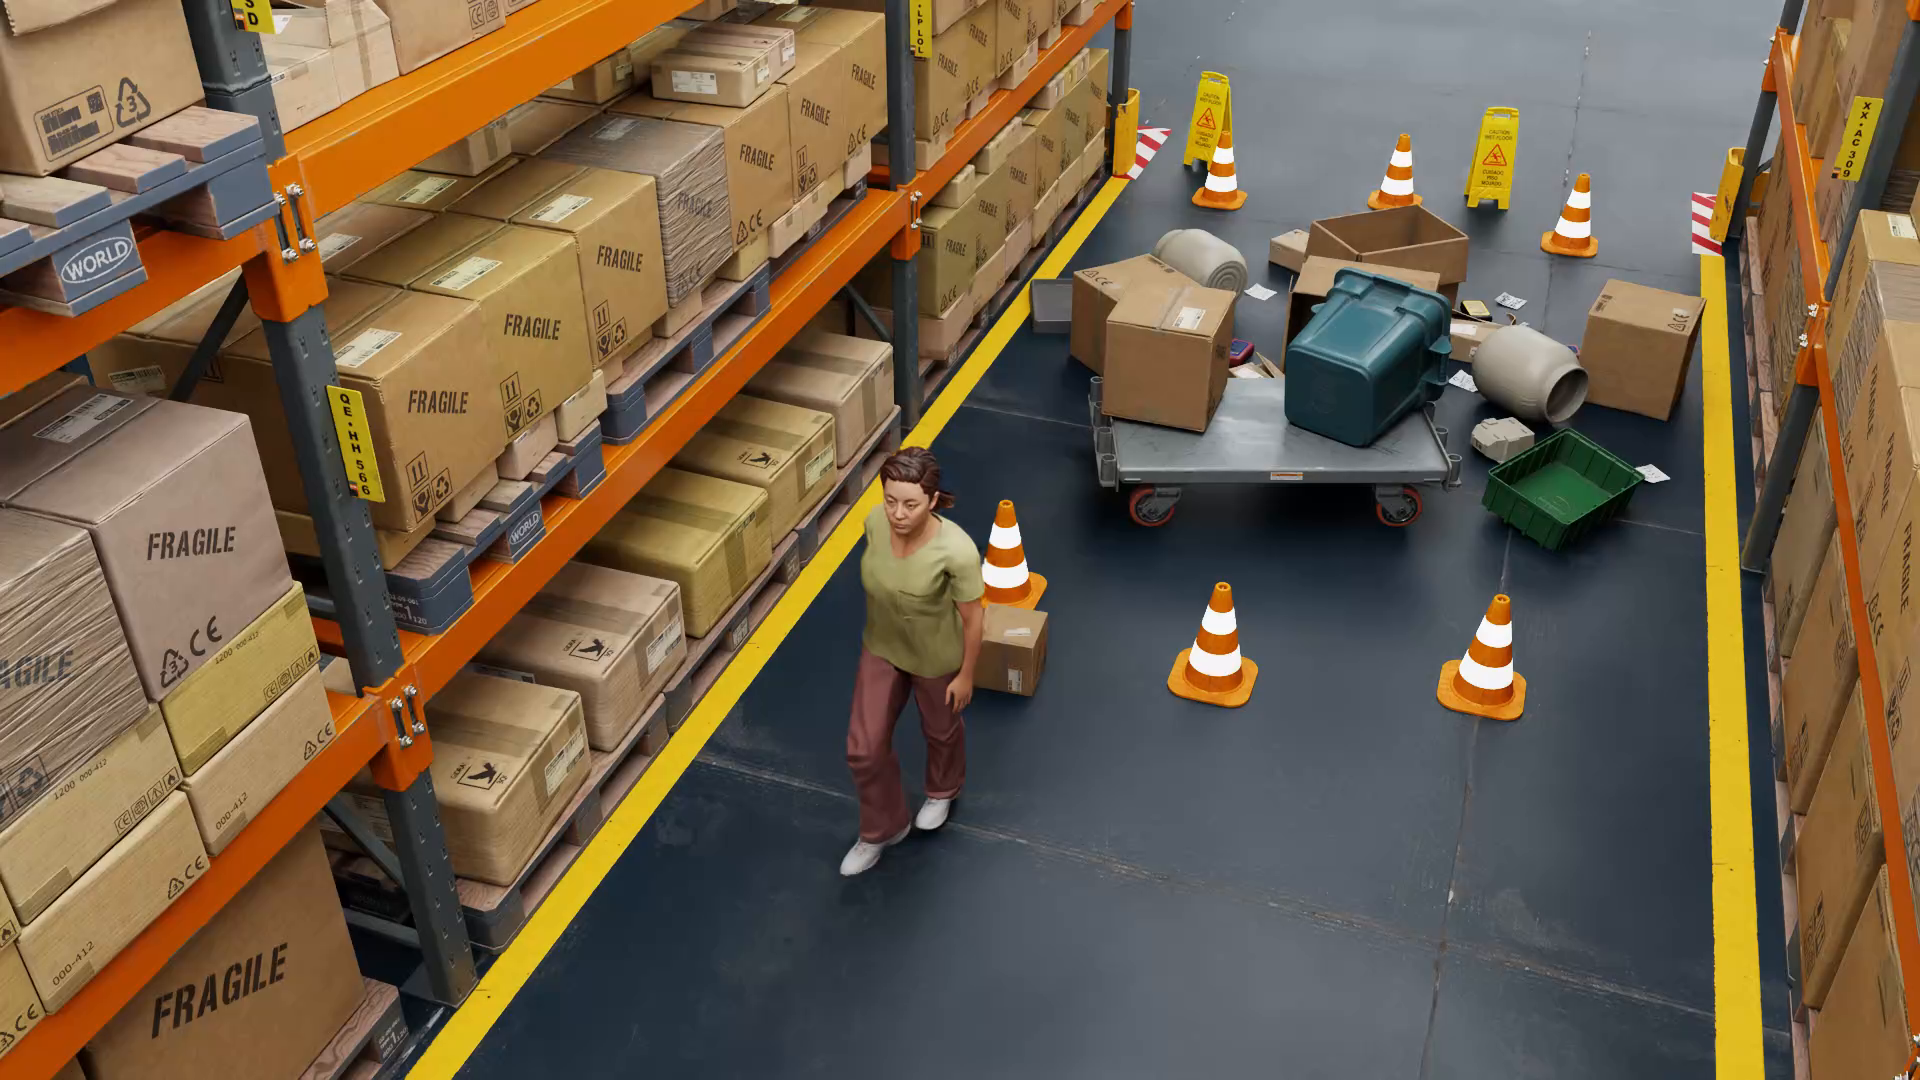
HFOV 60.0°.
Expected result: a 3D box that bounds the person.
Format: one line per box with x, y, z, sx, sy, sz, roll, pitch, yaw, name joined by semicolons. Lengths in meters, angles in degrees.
-0.119;0.392;5.567;0.471;1.693;0.576;14;36;20;person
